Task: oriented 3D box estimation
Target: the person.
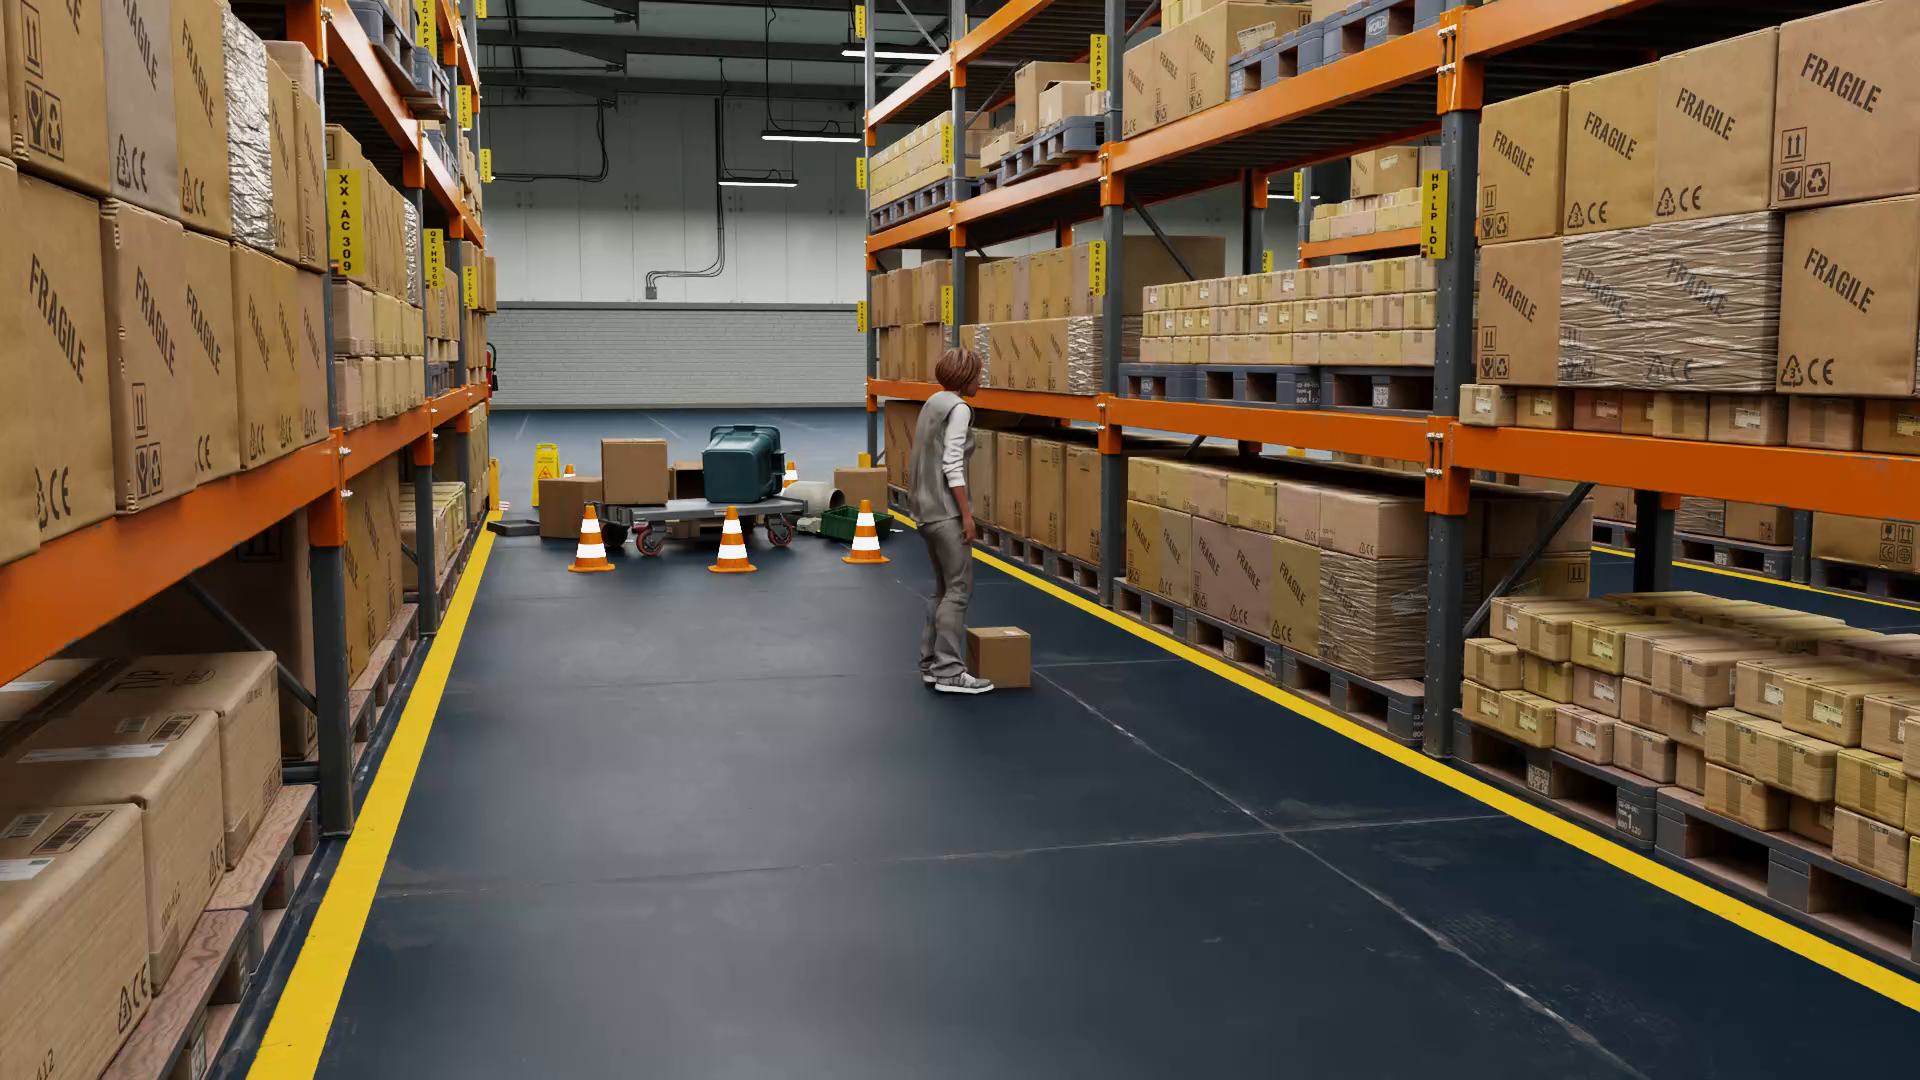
[{"bbox_3d":[-0.055,-0.100,7.780,0.347,1.592,0.484,-2,7,-17],"label":"person"}]
